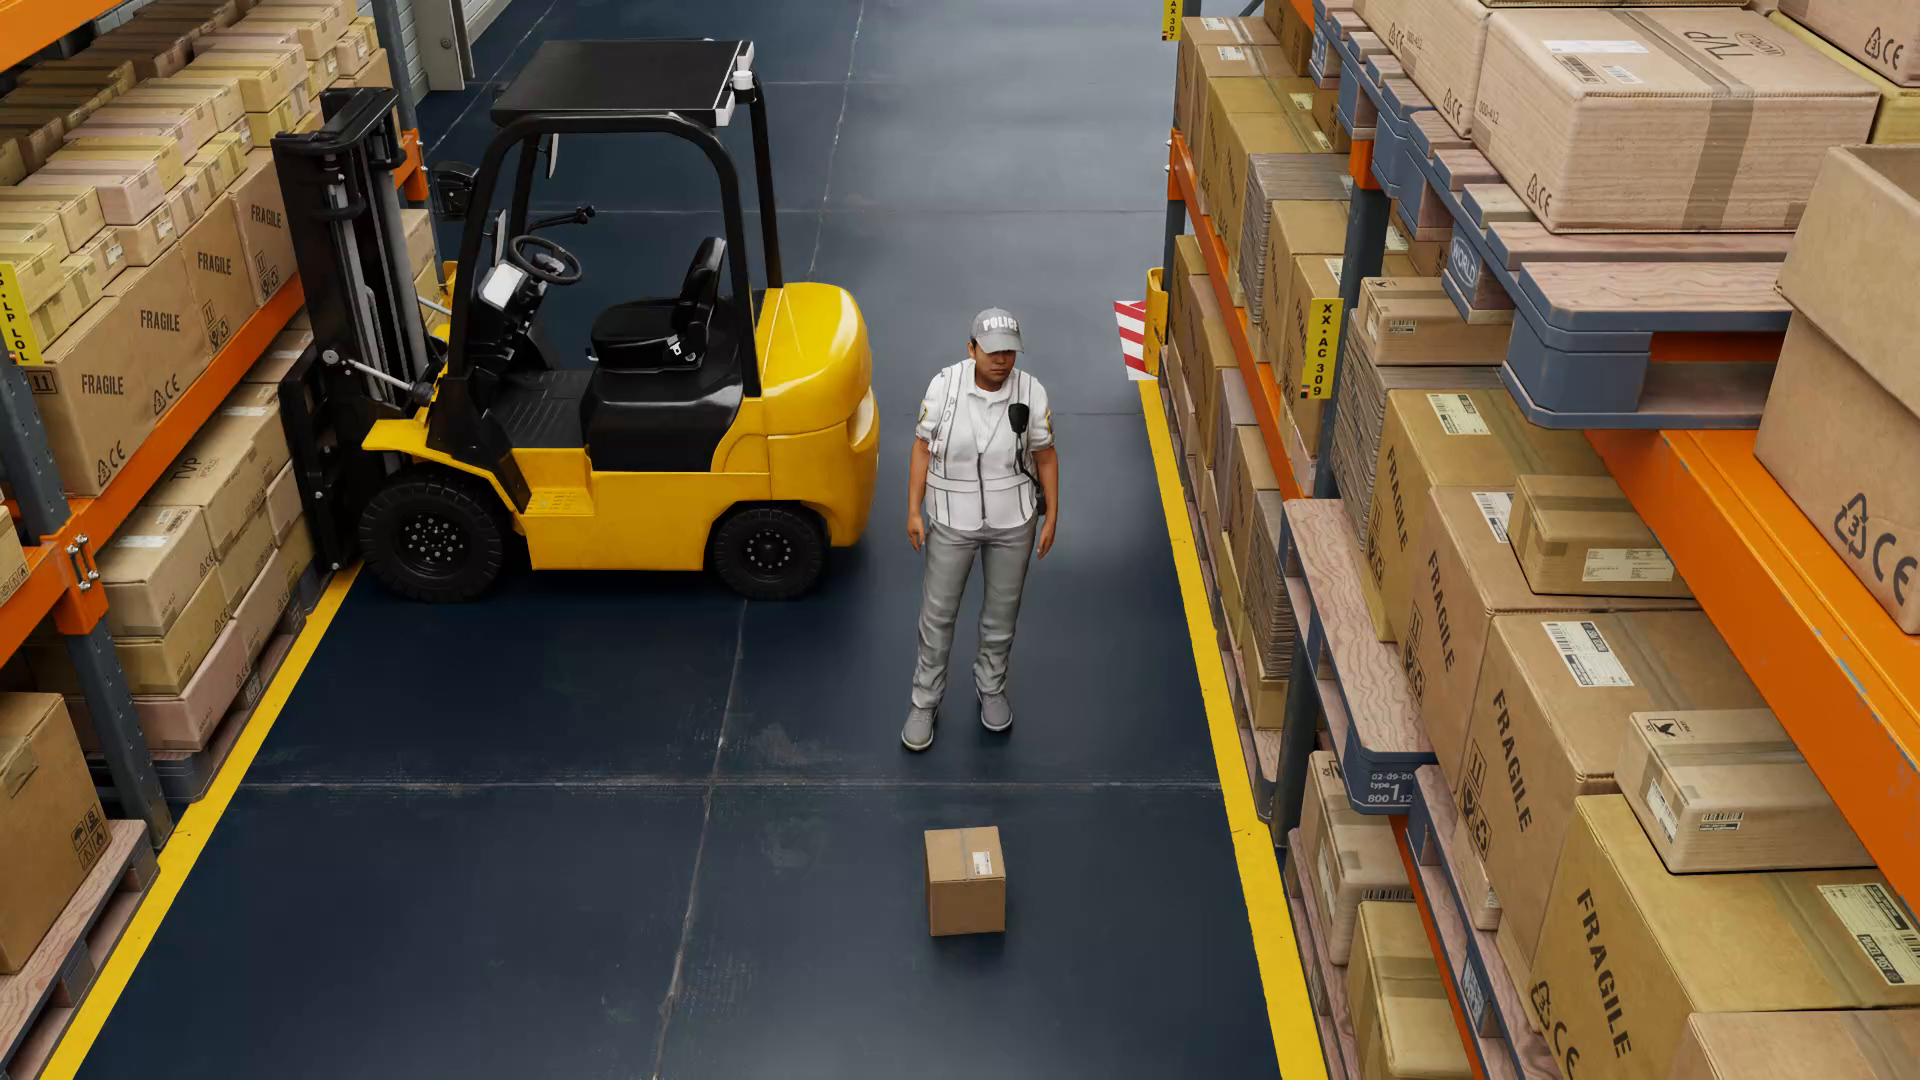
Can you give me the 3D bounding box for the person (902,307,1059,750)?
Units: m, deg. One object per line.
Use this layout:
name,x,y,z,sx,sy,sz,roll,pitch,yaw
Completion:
person,0.069,-0.035,6.168,0.598,1.670,0.529,-1,32,-1
